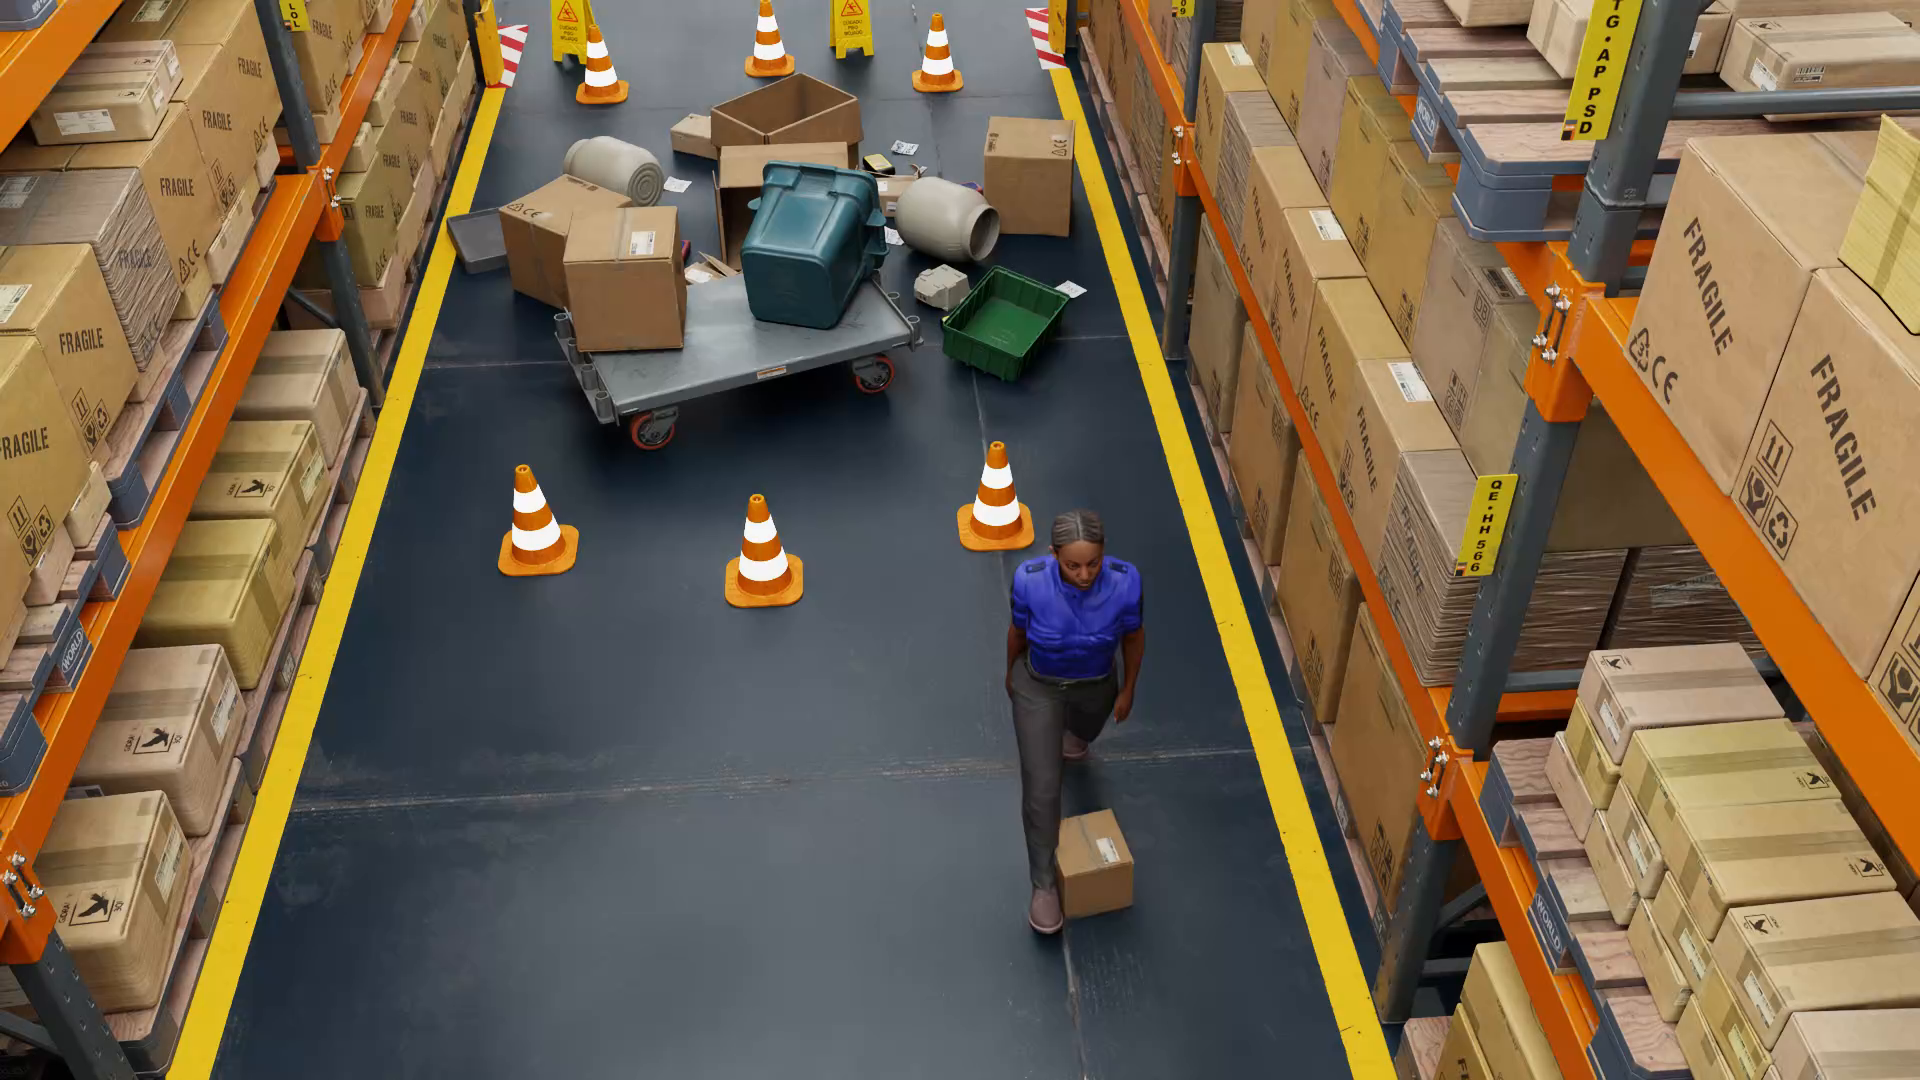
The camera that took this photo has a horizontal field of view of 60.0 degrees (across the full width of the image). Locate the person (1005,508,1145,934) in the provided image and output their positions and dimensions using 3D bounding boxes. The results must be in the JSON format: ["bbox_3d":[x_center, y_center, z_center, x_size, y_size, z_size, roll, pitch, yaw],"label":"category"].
[{"bbox_3d":[0.380,0.447,5.641,0.448,1.599,1.056,-3,39,-4],"label":"person"}]
